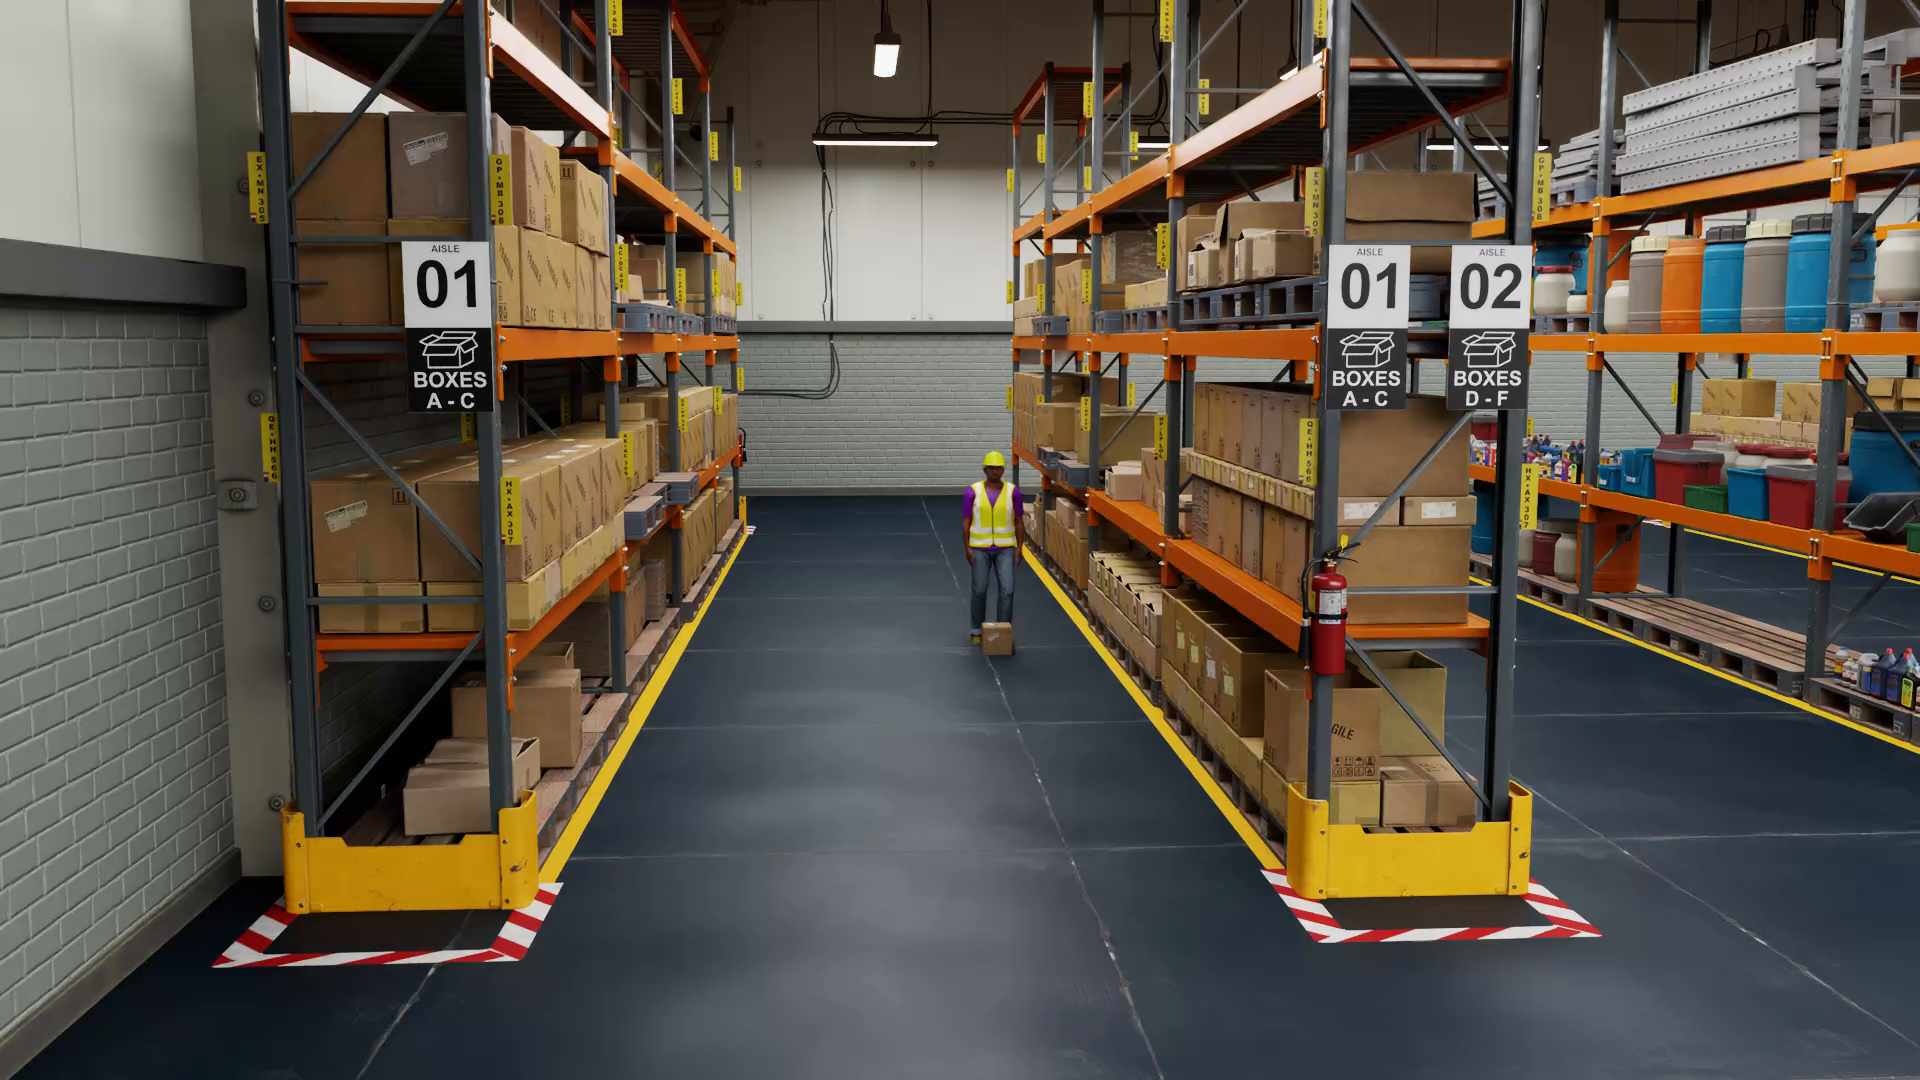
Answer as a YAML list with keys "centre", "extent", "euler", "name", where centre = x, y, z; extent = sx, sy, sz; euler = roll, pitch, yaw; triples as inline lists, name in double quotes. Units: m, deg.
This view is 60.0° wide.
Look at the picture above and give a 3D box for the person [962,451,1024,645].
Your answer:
- centre: [0.305, 0.110, 15.067]
  extent: [0.562, 1.824, 0.397]
  euler: [0, 7, -3]
  name: "person"
